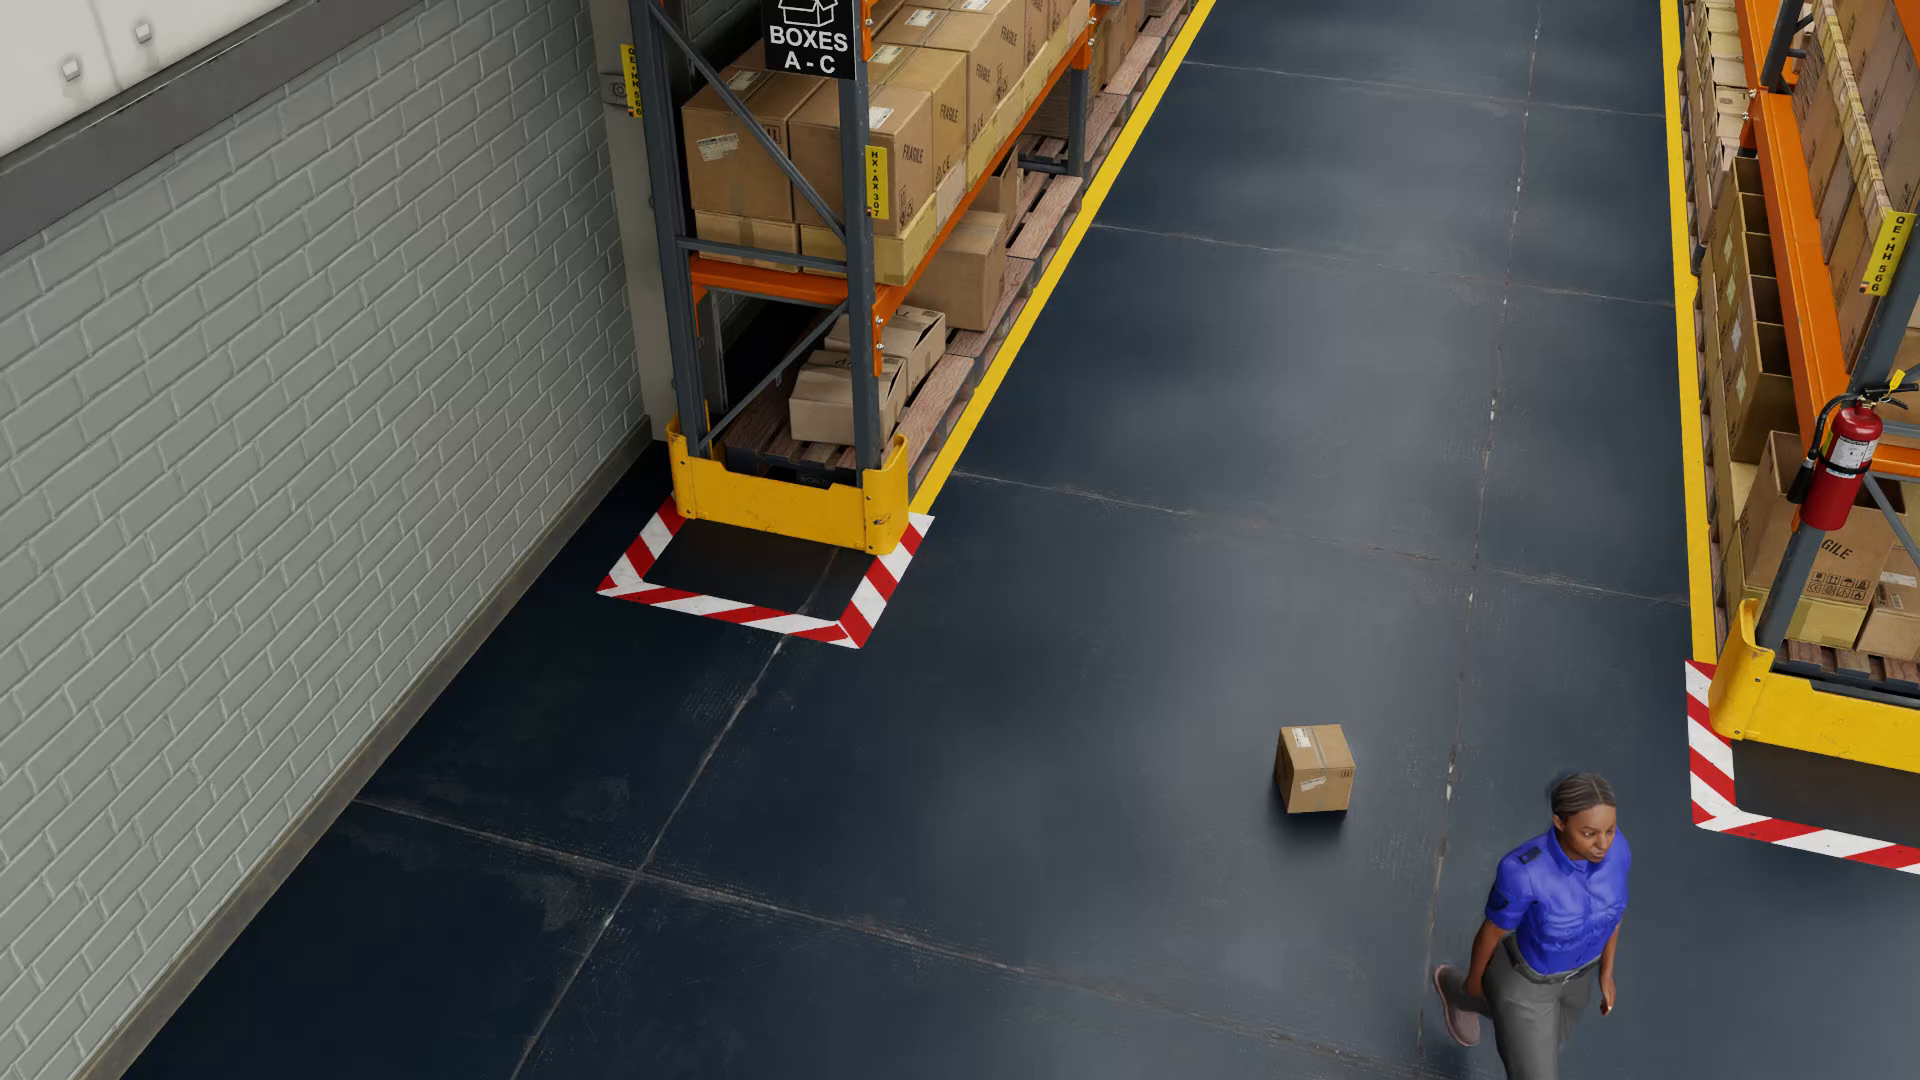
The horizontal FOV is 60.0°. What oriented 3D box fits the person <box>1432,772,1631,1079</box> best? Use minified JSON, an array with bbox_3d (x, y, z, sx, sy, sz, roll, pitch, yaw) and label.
[{"bbox_3d":[1.777,1.305,5.157,0.438,1.614,0.859,-16,40,-20],"label":"person"}]
